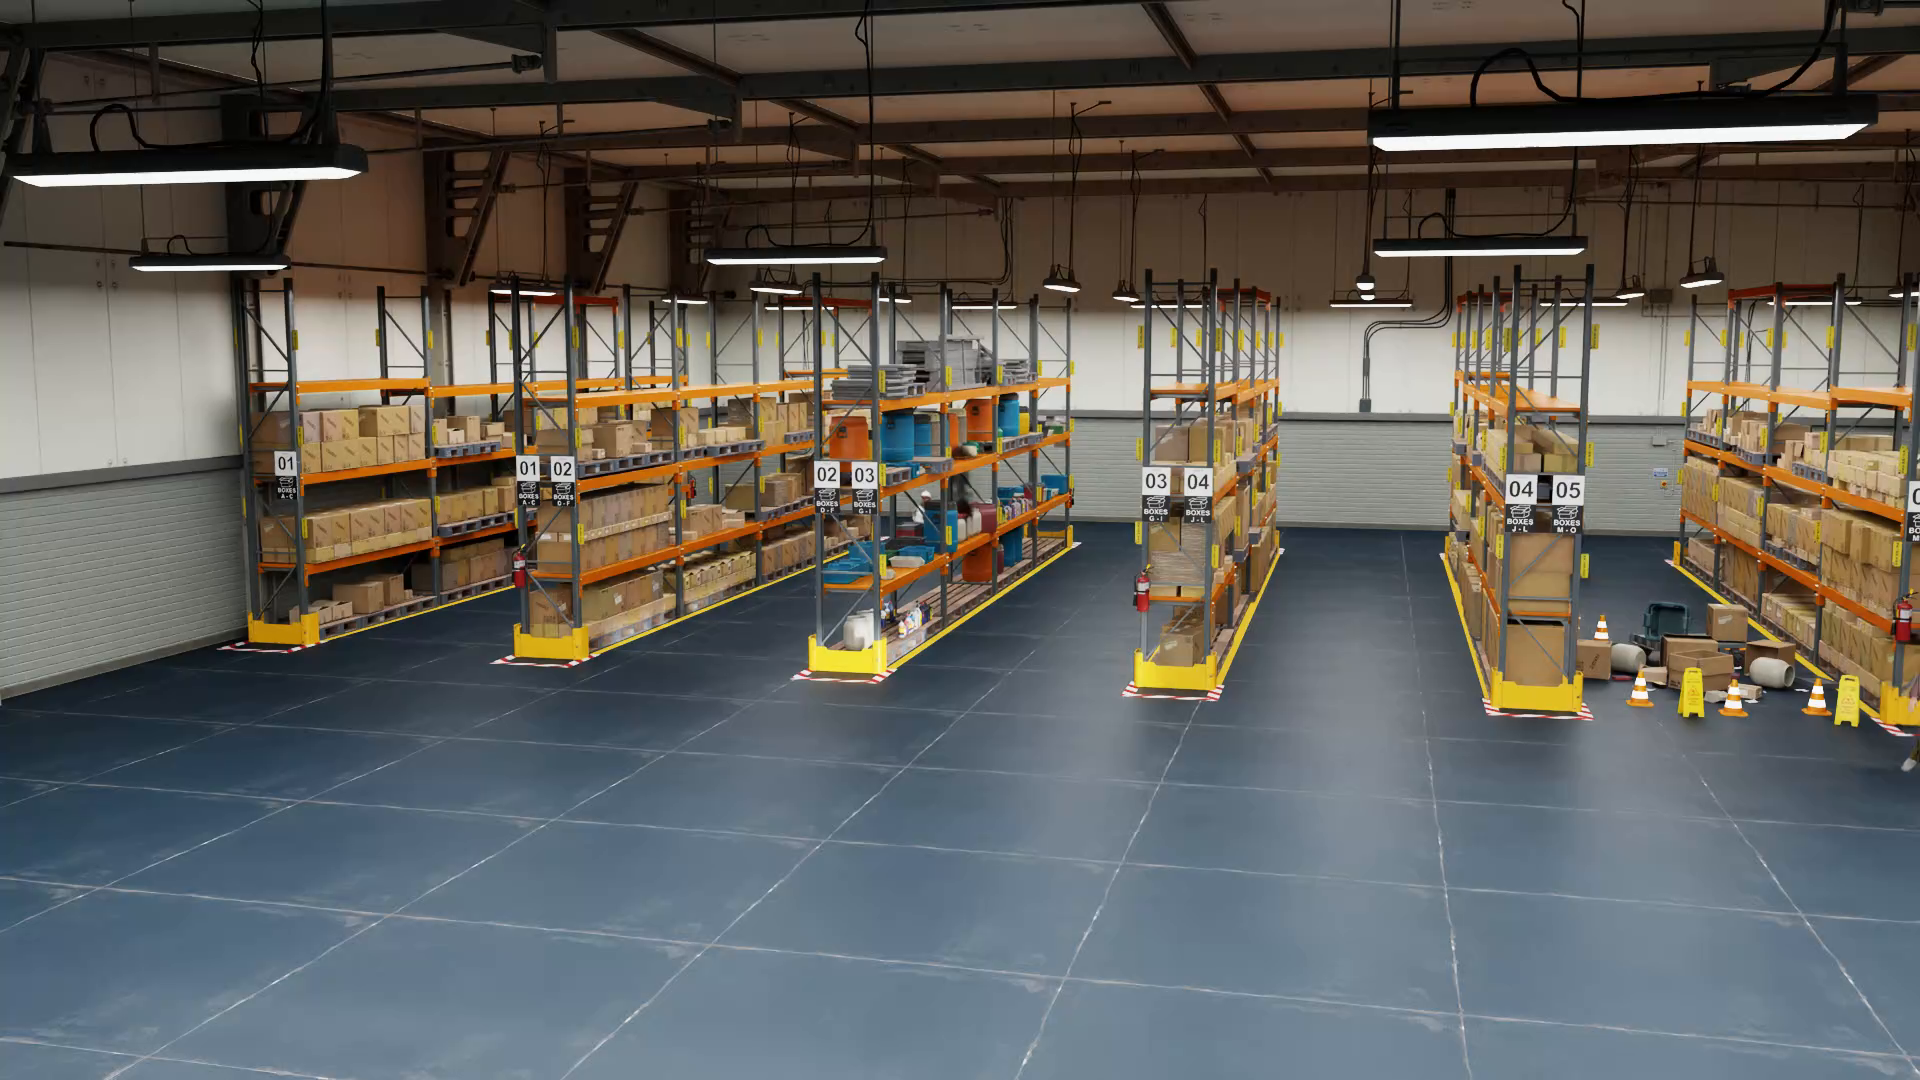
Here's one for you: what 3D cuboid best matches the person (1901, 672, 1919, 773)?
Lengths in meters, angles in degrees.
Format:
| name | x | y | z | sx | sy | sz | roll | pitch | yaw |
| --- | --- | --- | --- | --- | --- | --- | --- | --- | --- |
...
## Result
| name | x | y | z | sx | sy | sz | roll | pitch | yaw |
| --- | --- | --- | --- | --- | --- | --- | --- | --- | --- |
| person | 11.231 | 1.972 | 18.850 | 0.922 | 1.709 | 0.632 | 3 | 7 | 21 |

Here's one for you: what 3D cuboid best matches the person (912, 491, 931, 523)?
| name | x | y | z | sx | sy | sz | roll | pitch | yaw |
| --- | --- | --- | --- | --- | --- | --- | --- | --- | --- |
| person | -0.780 | -0.193 | 36.019 | 0.646 | 1.734 | 0.648 | 2 | 7 | 14 |
